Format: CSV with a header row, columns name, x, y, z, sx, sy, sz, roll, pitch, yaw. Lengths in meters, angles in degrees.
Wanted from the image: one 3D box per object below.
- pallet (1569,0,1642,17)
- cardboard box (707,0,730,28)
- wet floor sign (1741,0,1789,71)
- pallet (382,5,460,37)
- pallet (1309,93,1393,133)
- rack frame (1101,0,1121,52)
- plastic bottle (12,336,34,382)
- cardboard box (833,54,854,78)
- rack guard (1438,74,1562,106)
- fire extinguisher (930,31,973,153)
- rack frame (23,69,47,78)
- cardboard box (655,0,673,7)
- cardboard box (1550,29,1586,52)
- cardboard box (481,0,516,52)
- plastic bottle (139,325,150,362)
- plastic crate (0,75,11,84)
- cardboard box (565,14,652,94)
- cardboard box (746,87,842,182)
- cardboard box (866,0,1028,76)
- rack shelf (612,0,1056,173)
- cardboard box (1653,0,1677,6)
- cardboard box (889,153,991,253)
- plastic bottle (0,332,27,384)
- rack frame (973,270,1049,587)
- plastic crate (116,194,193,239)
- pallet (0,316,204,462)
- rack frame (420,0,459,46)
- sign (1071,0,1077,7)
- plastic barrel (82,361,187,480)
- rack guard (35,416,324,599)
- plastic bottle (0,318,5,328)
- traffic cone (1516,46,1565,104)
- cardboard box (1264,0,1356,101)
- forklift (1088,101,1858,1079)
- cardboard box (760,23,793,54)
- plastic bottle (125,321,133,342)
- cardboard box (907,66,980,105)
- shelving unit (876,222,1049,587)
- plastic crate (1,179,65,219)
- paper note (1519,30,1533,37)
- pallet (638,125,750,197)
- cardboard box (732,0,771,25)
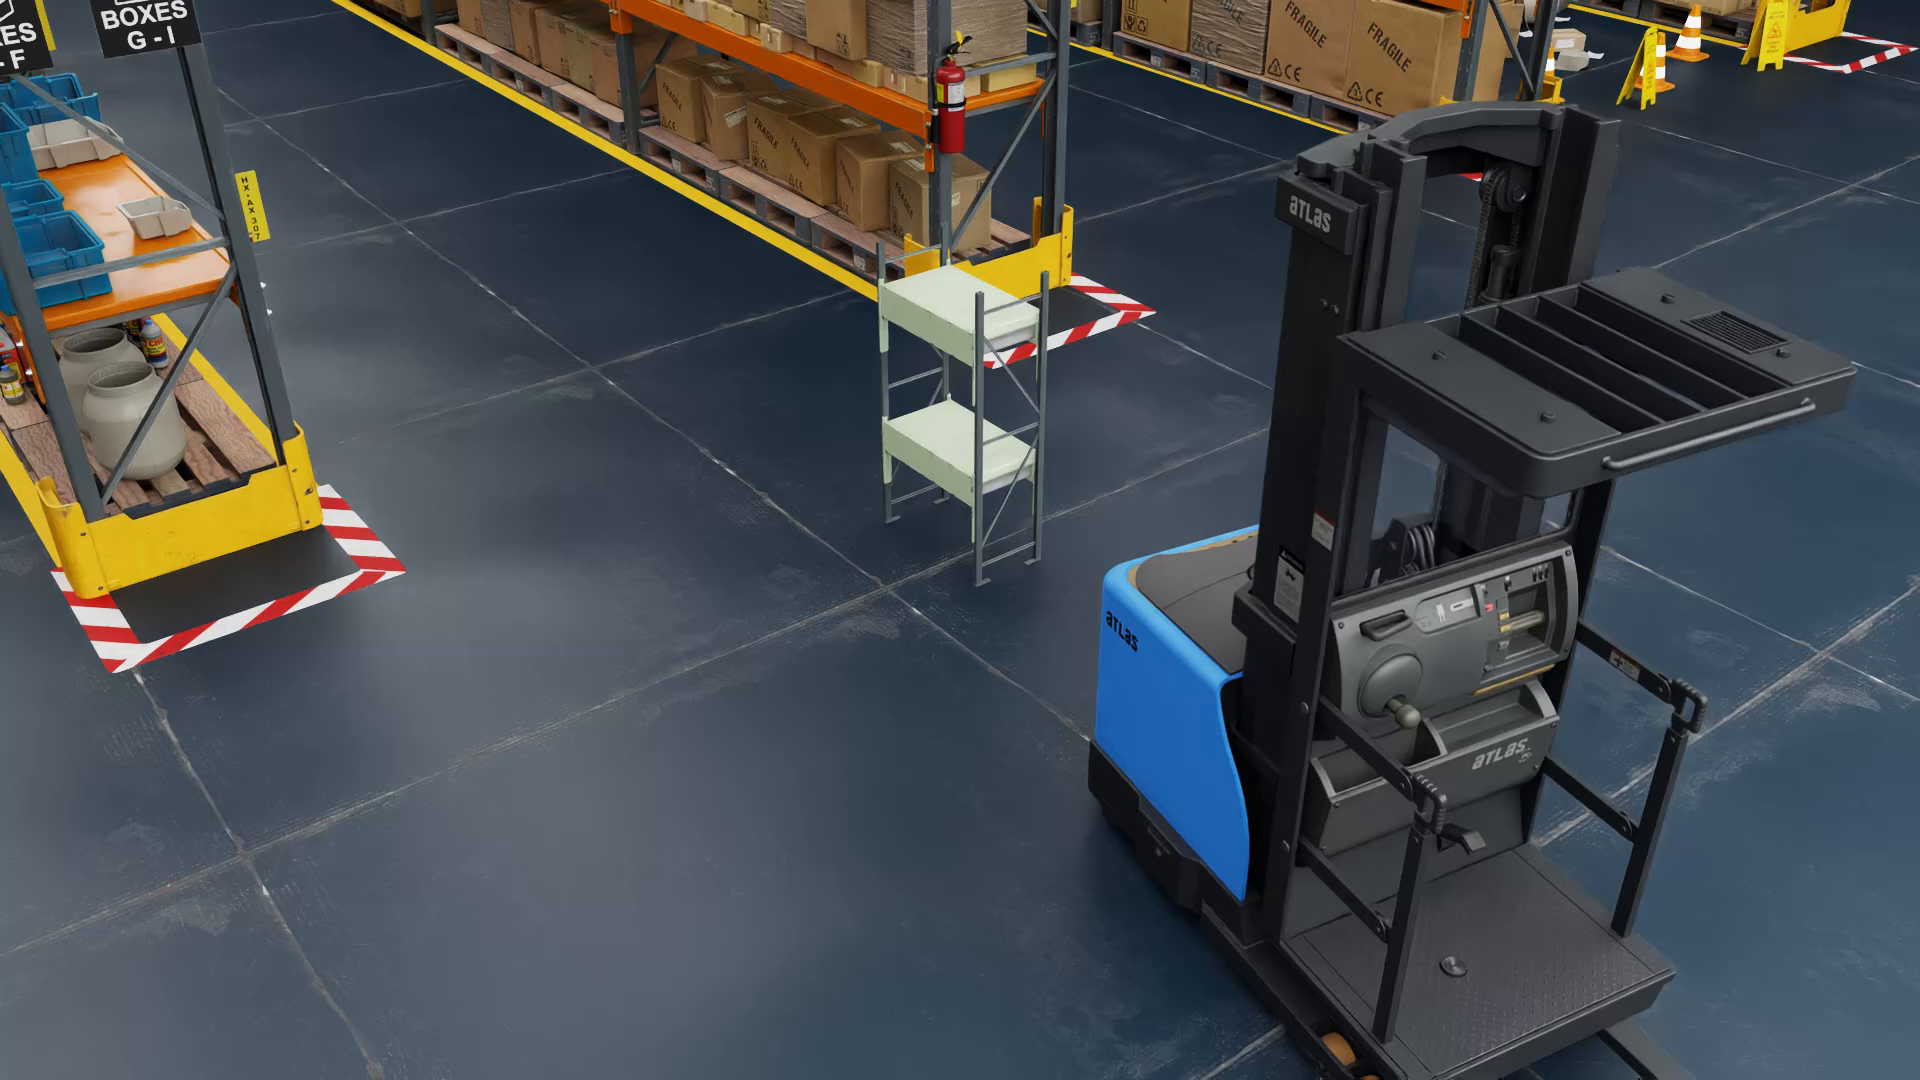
name,x,y,z,sx,sy,sz,roll,pitch,yaw
pallet,6.806,-5.741,17.293,1.003,0.211,1.213,-22,38,-31
cardboard box,-1.534,-3.690,11.586,0.380,0.149,0.250,-22,38,-31
wet floor sign,7.338,-4.610,15.061,0.267,0.644,0.232,-10,33,-15
pallet,-5.091,-5.332,16.635,1.003,0.211,1.213,-22,38,-31
pallet,3.667,-3.515,13.710,1.003,0.211,1.213,-22,38,-31
rack frame,1.766,-6.059,15.163,1.000,3.000,0.127,-22,38,-31
plastic bottle,-5.195,-1.032,9.226,0.061,0.283,0.133,-22,38,-31
cardboard box,-0.587,-3.076,10.597,0.380,0.149,0.250,-22,38,-31
rack guard,4.234,-3.320,13.122,1.175,0.500,0.348,-22,38,-31
fire extinguisher,-0.055,-2.600,9.666,0.296,0.674,0.183,-22,38,-31
rack frame,-6.126,-2.894,10.067,1.000,3.000,0.127,-22,38,-31
cardboard box,-2.001,-3.999,12.084,0.380,0.149,0.250,-22,38,-31
cardboard box,5.668,-4.717,15.704,0.380,0.149,0.250,-4,32,-7
cardboard box,-3.890,-4.789,15.069,0.700,0.500,0.500,-26,40,-35
plastic bottle,-4.603,-1.125,9.453,0.097,0.201,0.097,0,32,0
plastic crate,-5.906,-2.608,9.665,0.767,0.338,0.504,-22,38,-31
cardboard box,-2.851,-4.089,13.943,0.700,0.500,0.500,-23,38,-32
cardboard box,-1.200,-2.964,12.150,0.500,0.500,0.500,-26,40,-35
cardboard box,-0.077,-3.236,10.241,0.875,0.500,0.500,-22,38,-31
rack shelf,-0.987,-3.357,11.494,1.077,0.370,4.000,-22,38,-31
cardboard box,7.048,-5.514,16.494,0.500,0.250,0.500,-22,38,-31
cardboard box,-0.131,-2.212,10.939,0.500,0.500,0.500,-15,35,-23
plastic bottle,-5.279,-0.994,9.172,0.152,0.276,0.135,-22,38,-31
rack frame,0.229,-0.482,7.604,0.400,1.500,0.023,-22,38,-31
plastic crate,-3.968,-1.592,8.220,0.298,0.136,0.250,-22,38,-31
pallet,-4.995,-0.907,9.511,1.003,0.211,1.213,-22,38,-31
rack frame,-4.667,-6.164,15.331,1.000,3.000,0.127,-22,38,-31
sign,0.668,-3.373,10.017,0.100,0.325,0.005,-22,38,-31
plastic barrel,-4.137,-0.598,8.330,0.421,0.512,0.421,0,32,0
rack guard,-3.757,-0.182,8.068,1.175,0.500,0.348,-22,38,-31
plastic bottle,-5.481,-1.256,9.593,0.152,0.276,0.135,-22,38,-31
traffic cone,5.015,-3.995,14.244,0.336,0.463,0.334,-22,38,-31
cardboard box,3.210,-4.295,13.938,0.875,0.875,0.875,-23,39,-32
forklift,1.618,0.346,4.915,1.130,2.935,3.031,-15,35,-23
cardboard box,-1.102,-3.366,11.064,0.380,0.149,0.250,-22,38,-31
plastic bottle,-4.811,-1.296,9.662,0.097,0.271,0.097,0,32,0
cardboard box,-0.099,-2.775,10.113,0.380,0.149,0.250,-22,38,-31
shelving unit,0.004,-0.634,7.850,0.431,1.500,0.755,-22,38,-31
plastic crate,-4.610,-1.548,8.040,0.499,0.251,0.408,-22,38,-31
paper note,5.513,-4.922,16.157,0.148,0.019,0.142,-10,33,-15
pallet,-1.774,-3.043,12.950,1.003,0.211,1.213,-22,38,-31
cardboard box,-1.048,-3.840,11.214,0.875,0.500,0.500,-22,38,-31
